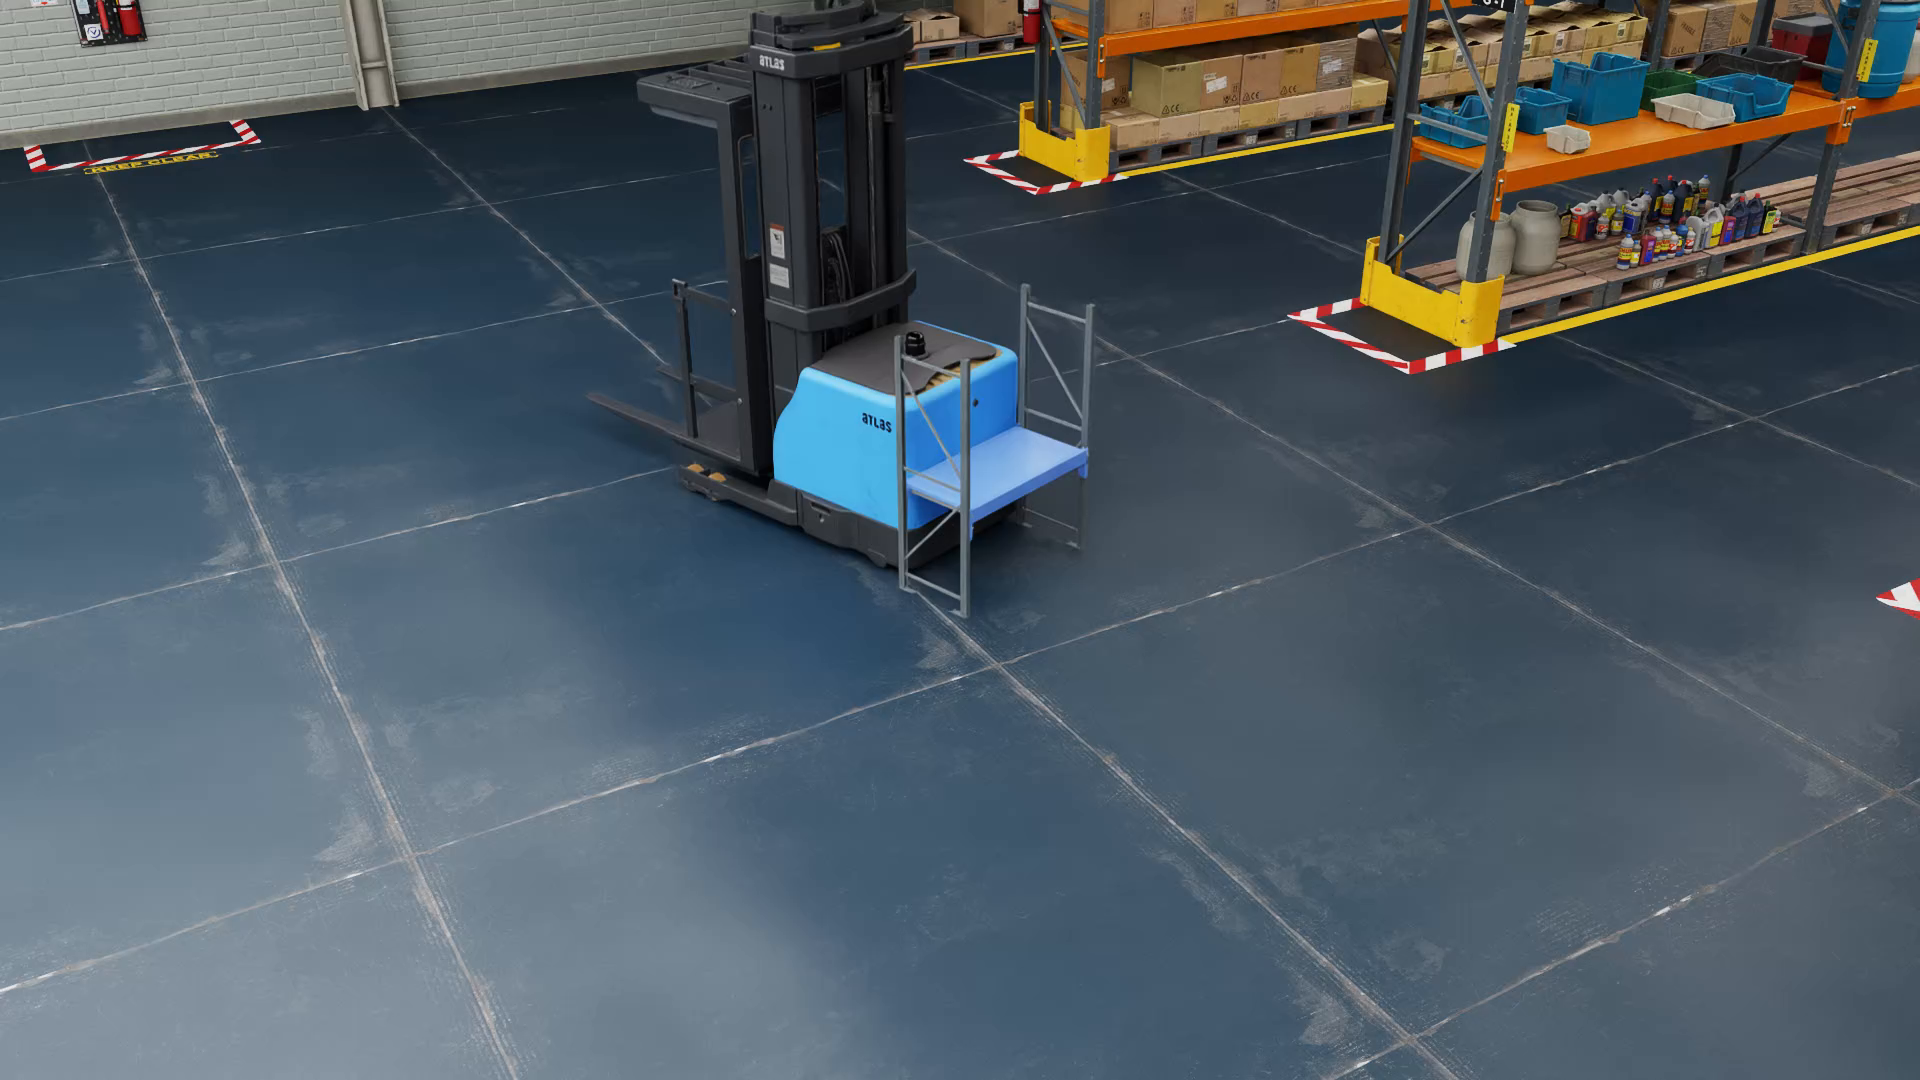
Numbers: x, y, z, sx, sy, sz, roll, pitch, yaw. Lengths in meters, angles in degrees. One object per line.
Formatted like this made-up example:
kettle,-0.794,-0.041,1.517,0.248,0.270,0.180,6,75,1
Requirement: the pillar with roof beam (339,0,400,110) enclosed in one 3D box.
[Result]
pillar with roof beam,-4.301,-6.995,13.111,0.400,9.000,9.100,-16,33,-26

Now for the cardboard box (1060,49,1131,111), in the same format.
cardboard box,1.350,-4.600,16.615,0.500,0.500,0.500,-16,33,-26

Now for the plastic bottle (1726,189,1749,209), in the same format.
plastic bottle,6.511,-2.766,13.944,0.185,0.351,0.144,-16,33,-26

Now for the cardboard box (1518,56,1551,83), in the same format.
cardboard box,6.286,-5.367,18.782,0.500,0.250,0.500,-15,32,-25

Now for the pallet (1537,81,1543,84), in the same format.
pallet,7.206,-5.588,19.657,1.213,0.211,1.003,-16,33,-26

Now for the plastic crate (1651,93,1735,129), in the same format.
plastic crate,5.722,-3.332,12.957,0.437,0.136,0.530,-16,33,-26

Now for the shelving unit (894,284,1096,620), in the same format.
shelving unit,0.196,-0.496,9.097,0.538,1.500,1.048,23,36,36

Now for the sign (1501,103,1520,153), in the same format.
sign,3.820,-2.863,11.546,0.005,0.325,0.100,-16,33,-26

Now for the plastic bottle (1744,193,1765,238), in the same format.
plastic bottle,6.584,-2.706,13.835,0.185,0.351,0.144,-17,33,-28

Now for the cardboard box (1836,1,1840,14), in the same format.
cardboard box,11.104,-6.831,21.156,0.500,0.500,0.500,-16,33,-27

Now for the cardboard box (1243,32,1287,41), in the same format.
cardboard box,3.067,-5.095,17.514,0.500,0.500,0.500,-16,33,-26

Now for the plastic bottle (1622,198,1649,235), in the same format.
plastic bottle,5.655,-2.720,13.938,0.135,0.276,0.152,-16,33,-26

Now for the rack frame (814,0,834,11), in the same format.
rack frame,-1.474,-7.099,19.508,0.127,3.000,1.000,-16,33,-26

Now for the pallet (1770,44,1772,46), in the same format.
pallet,10.702,-6.538,21.378,1.213,0.211,1.003,-16,33,-26

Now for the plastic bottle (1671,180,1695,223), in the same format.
plastic bottle,6.160,-2.899,14.184,0.185,0.351,0.144,-16,33,-26

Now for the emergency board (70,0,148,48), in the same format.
emergency board,-8.632,-5.573,16.743,0.643,1.169,0.194,-16,33,-26

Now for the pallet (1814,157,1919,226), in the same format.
pallet,8.704,-3.239,15.400,1.213,0.211,1.003,-16,33,-26

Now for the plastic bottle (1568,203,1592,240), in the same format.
plastic bottle,5.137,-2.654,13.818,0.135,0.276,0.152,-16,33,-26

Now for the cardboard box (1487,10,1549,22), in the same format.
cardboard box,6.446,-5.958,19.272,0.500,0.311,0.500,-17,33,-28

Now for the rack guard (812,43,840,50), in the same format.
rack guard,-1.409,-6.023,20.146,0.348,0.500,1.175,-16,33,-26

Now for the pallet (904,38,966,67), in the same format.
pallet,-0.690,-6.081,20.550,1.213,0.211,1.003,-16,33,-26

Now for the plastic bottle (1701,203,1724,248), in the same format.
plastic bottle,6.140,-2.580,13.606,0.185,0.351,0.144,-16,33,-27

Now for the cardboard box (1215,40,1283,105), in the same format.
cardboard box,2.908,-4.749,16.886,0.500,0.500,0.500,-16,33,-26

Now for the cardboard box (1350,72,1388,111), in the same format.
cardboard box,4.198,-4.791,17.737,0.500,0.250,0.500,-16,33,-26

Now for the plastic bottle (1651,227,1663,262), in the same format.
plastic bottle,5.561,-2.368,13.304,0.097,0.271,0.097,0,29,0

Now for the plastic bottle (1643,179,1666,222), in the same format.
plastic bottle,5.925,-2.913,14.210,0.185,0.351,0.144,-17,33,-28

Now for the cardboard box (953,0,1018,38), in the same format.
cardboard box,0.317,-6.627,20.786,0.500,0.500,0.700,-18,34,-29

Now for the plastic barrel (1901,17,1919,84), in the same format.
plastic barrel,7.929,-4.153,14.030,0.433,0.535,0.433,0,29,0

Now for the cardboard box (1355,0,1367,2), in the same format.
cardboard box,4.108,-5.948,17.319,0.500,0.500,0.700,-17,33,-28

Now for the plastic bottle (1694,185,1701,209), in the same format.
plastic bottle,6.409,-2.998,14.519,0.097,0.201,0.097,0,29,0

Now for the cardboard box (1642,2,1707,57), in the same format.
cardboard box,8.473,-6.085,19.803,0.500,0.500,0.500,-14,32,-24

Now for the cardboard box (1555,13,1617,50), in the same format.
cardboard box,7.164,-5.859,19.093,0.500,0.311,0.500,-16,33,-27

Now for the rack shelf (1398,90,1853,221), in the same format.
rack shelf,5.269,-3.146,13.091,4.000,0.370,1.077,-16,33,-26

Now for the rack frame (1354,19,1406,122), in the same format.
rack frame,4.487,-6.015,17.545,0.127,3.000,1.000,-16,33,-26

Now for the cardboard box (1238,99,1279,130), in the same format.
cardboard box,2.908,-4.421,17.068,0.500,0.250,0.500,-16,33,-26

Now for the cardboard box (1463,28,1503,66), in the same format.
cardboard box,5.850,-5.486,18.416,0.500,0.311,0.500,-17,33,-28

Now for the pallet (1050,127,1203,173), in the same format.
pallet,1.677,-4.020,16.815,1.213,0.211,1.003,-16,33,-26

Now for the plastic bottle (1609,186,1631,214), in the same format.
plastic bottle,5.558,-2.809,14.021,0.185,0.351,0.144,-16,33,-27

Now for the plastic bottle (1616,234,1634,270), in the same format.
plastic bottle,5.266,-2.284,13.152,0.097,0.271,0.097,0,29,0

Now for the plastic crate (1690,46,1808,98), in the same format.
plastic crate,6.478,-3.848,13.683,0.504,0.338,0.767,-16,33,-26

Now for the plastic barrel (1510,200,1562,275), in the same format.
plastic barrel,4.506,-2.382,13.102,0.421,0.512,0.421,0,29,0

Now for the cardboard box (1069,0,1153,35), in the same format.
cardboard box,1.448,-5.189,15.944,0.500,0.500,0.700,-16,33,-26

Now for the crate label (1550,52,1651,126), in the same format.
crate label,4.995,-3.550,13.042,0.616,0.435,0.502,-16,33,-26

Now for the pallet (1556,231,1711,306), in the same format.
pallet,5.340,-2.282,13.667,1.213,0.211,1.003,-16,33,-26

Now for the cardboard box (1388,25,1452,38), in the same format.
cardboard box,5.137,-5.589,18.604,0.500,0.311,0.500,-15,32,-25

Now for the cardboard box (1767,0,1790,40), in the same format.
cardboard box,9.804,-6.466,20.494,0.500,0.500,0.500,-17,33,-28

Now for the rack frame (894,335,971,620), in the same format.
rack frame,-0.142,-0.313,8.765,0.500,1.500,0.032,23,36,36

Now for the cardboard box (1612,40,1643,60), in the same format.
cardboard box,7.606,-5.744,19.465,0.500,0.250,0.500,-15,32,-25

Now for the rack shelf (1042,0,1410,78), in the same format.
rack shelf,2.763,-5.211,16.832,4.000,0.370,1.077,-16,33,-26

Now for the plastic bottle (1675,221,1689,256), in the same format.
plastic bottle,5.822,-2.442,13.438,0.097,0.271,0.097,0,29,0

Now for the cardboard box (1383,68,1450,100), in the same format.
cardboard box,4.960,-4.991,18.100,0.500,0.250,0.500,-17,33,-27

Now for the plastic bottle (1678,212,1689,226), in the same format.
plastic bottle,5.944,-2.556,13.634,0.133,0.283,0.061,-16,33,-26

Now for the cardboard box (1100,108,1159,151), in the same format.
cardboard box,1.614,-4.055,16.404,0.500,0.250,0.500,-16,33,-26

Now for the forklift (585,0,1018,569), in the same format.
forklift,-1.111,-1.700,9.797,3.031,2.935,1.130,22,36,34

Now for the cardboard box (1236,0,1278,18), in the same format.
cardboard box,2.781,-5.569,16.633,0.500,0.500,0.700,-15,32,-25
